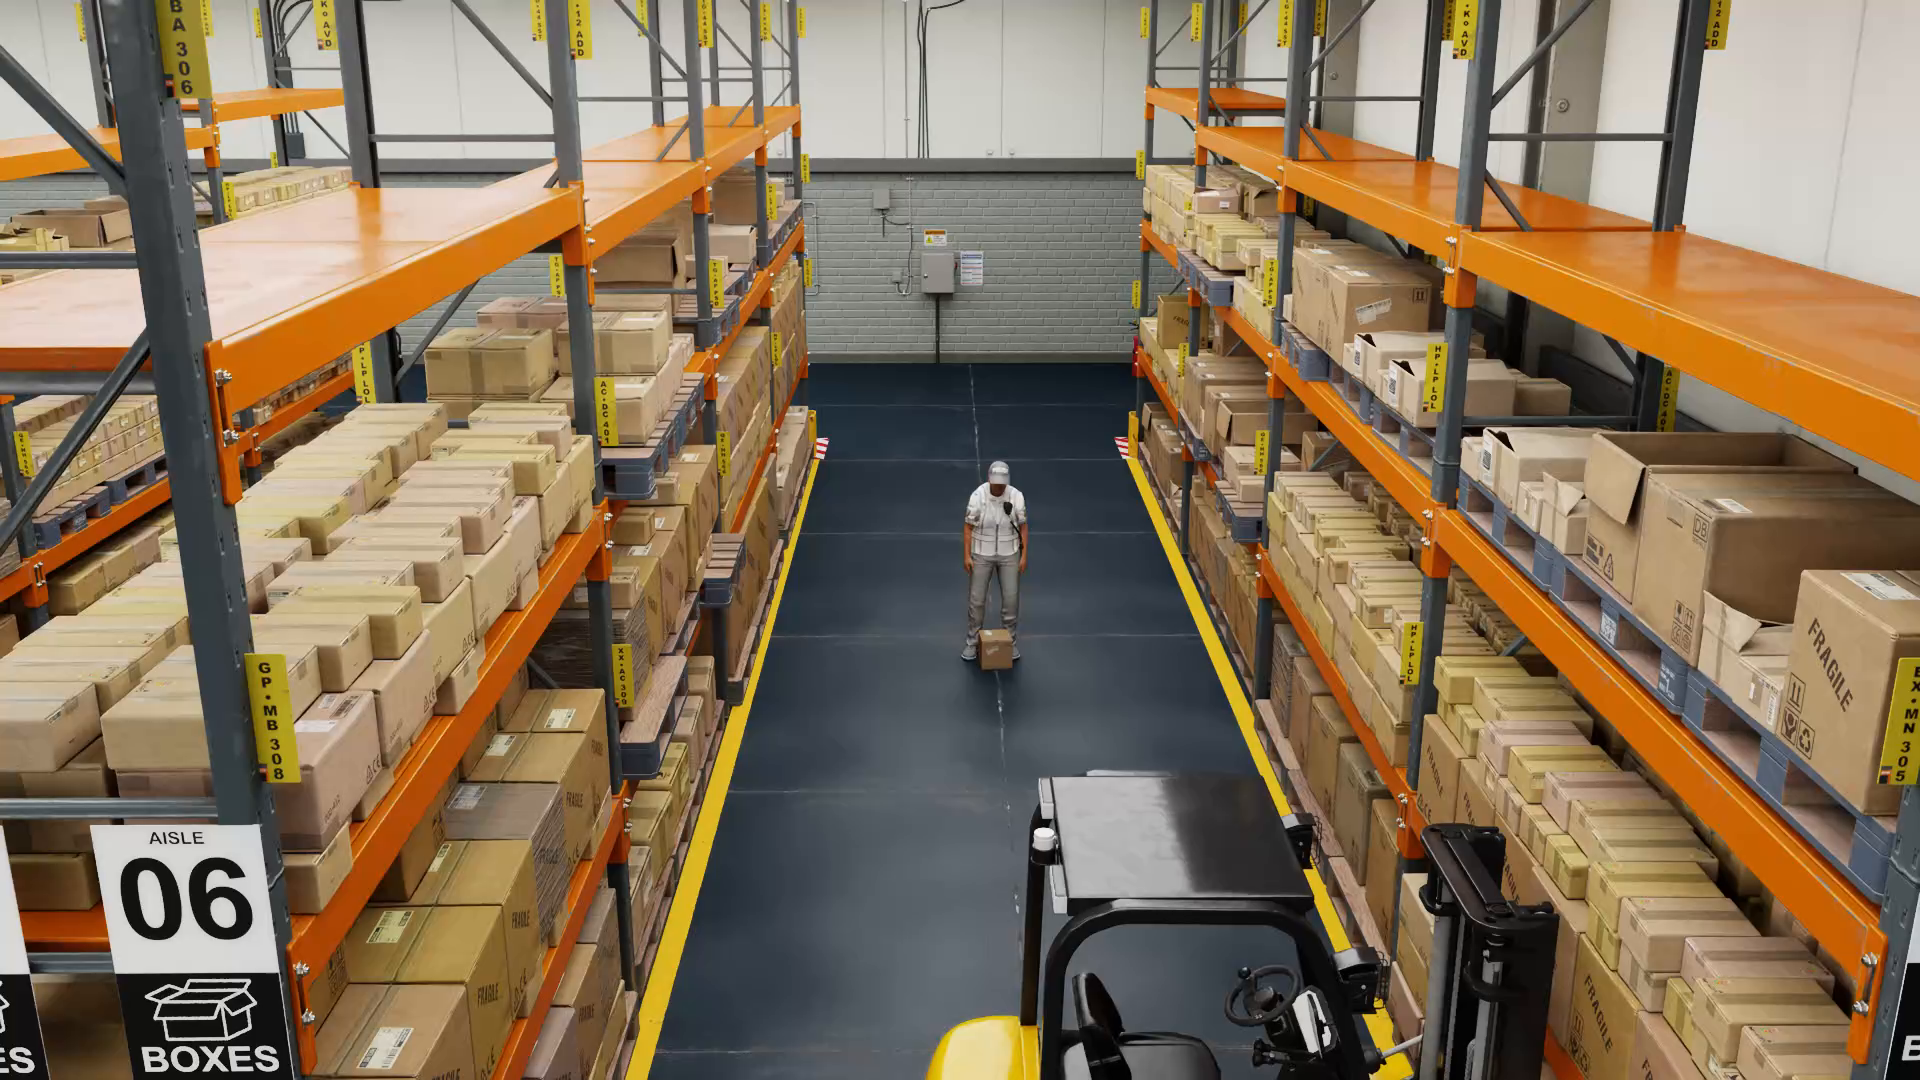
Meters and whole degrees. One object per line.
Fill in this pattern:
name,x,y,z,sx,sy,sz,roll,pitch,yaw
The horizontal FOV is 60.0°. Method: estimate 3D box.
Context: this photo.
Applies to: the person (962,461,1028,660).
person,0.283,0.151,13.549,0.543,1.666,0.470,0,17,-1
